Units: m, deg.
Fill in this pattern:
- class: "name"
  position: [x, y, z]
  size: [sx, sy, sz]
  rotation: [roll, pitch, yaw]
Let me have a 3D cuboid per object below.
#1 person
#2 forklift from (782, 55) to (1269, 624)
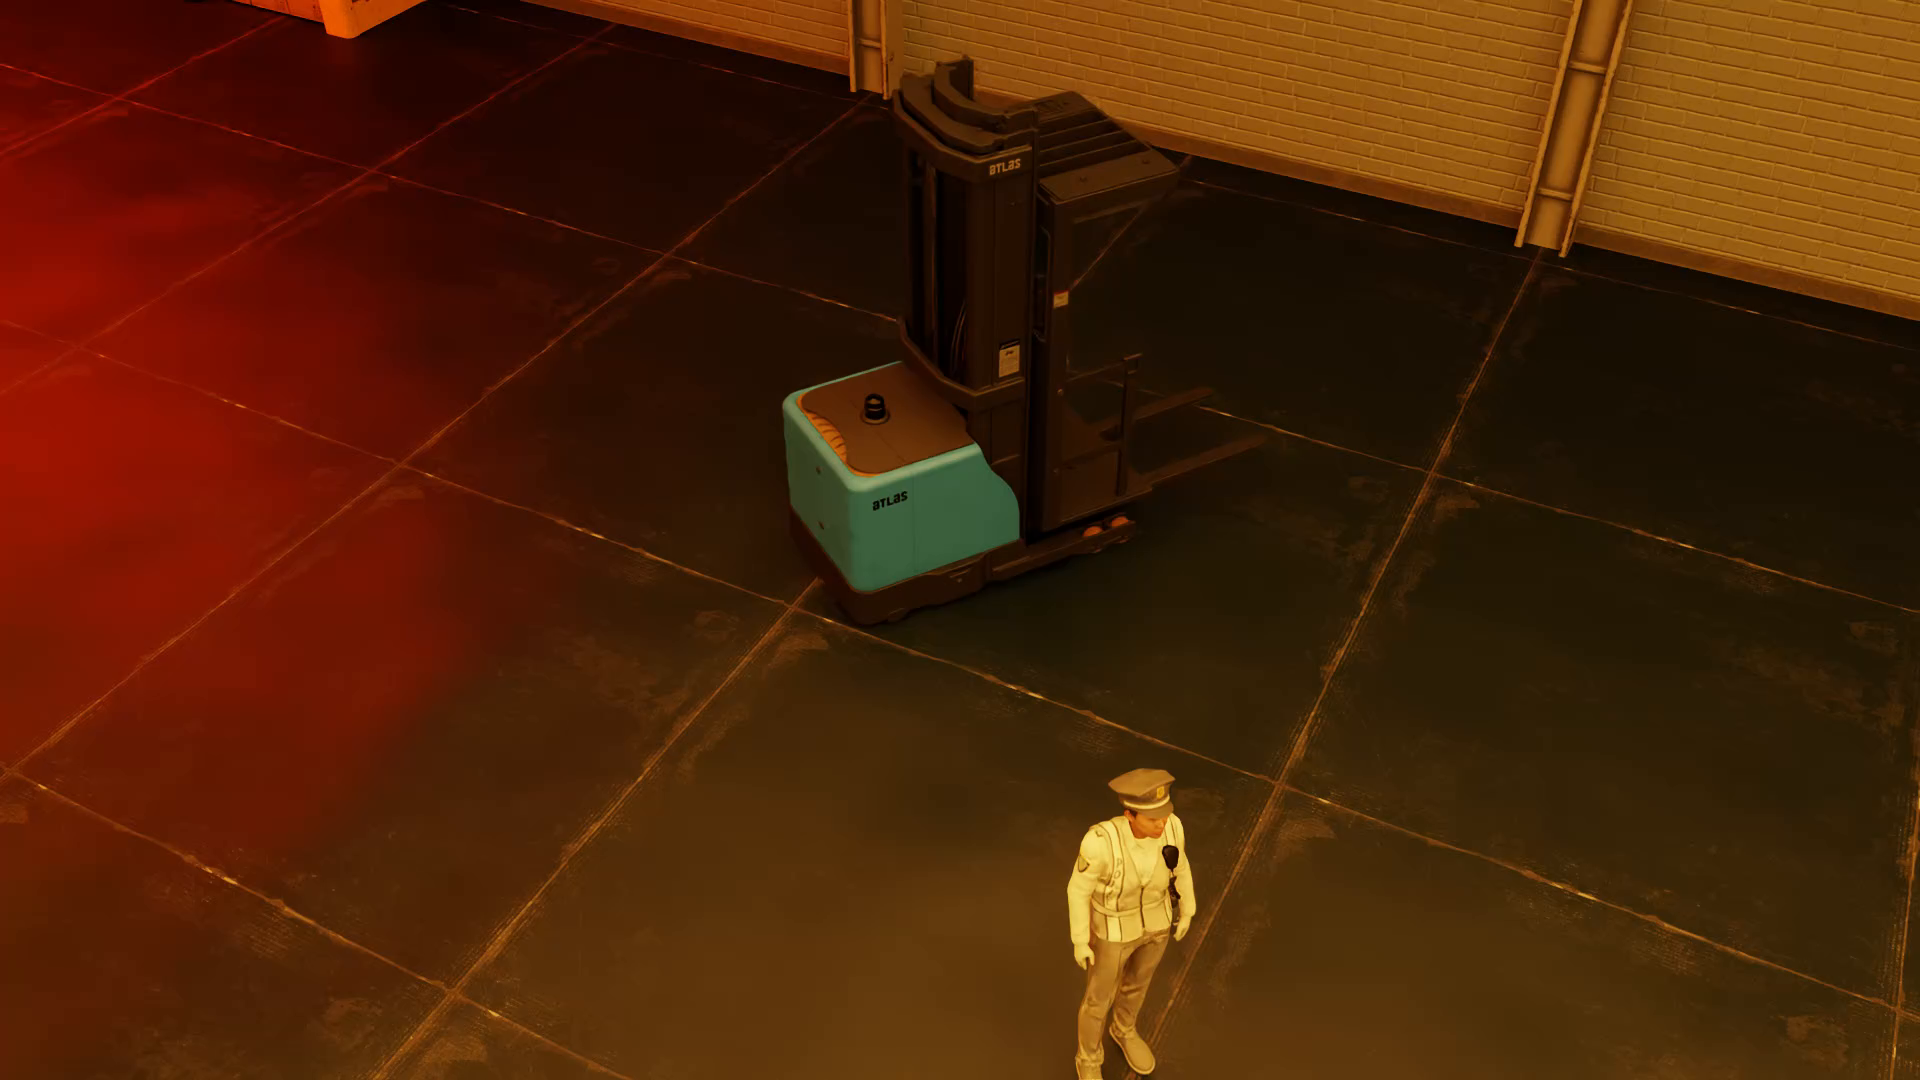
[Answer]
- class: "person"
  position: [0.744, 1.653, 6.976]
  size: [0.578, 1.698, 0.526]
  rotation: [-14, 42, -16]
- class: "forklift"
  position: [0.501, -1.319, 9.552]
  size: [3.031, 2.935, 1.130]
  rotation: [-19, 44, -21]
